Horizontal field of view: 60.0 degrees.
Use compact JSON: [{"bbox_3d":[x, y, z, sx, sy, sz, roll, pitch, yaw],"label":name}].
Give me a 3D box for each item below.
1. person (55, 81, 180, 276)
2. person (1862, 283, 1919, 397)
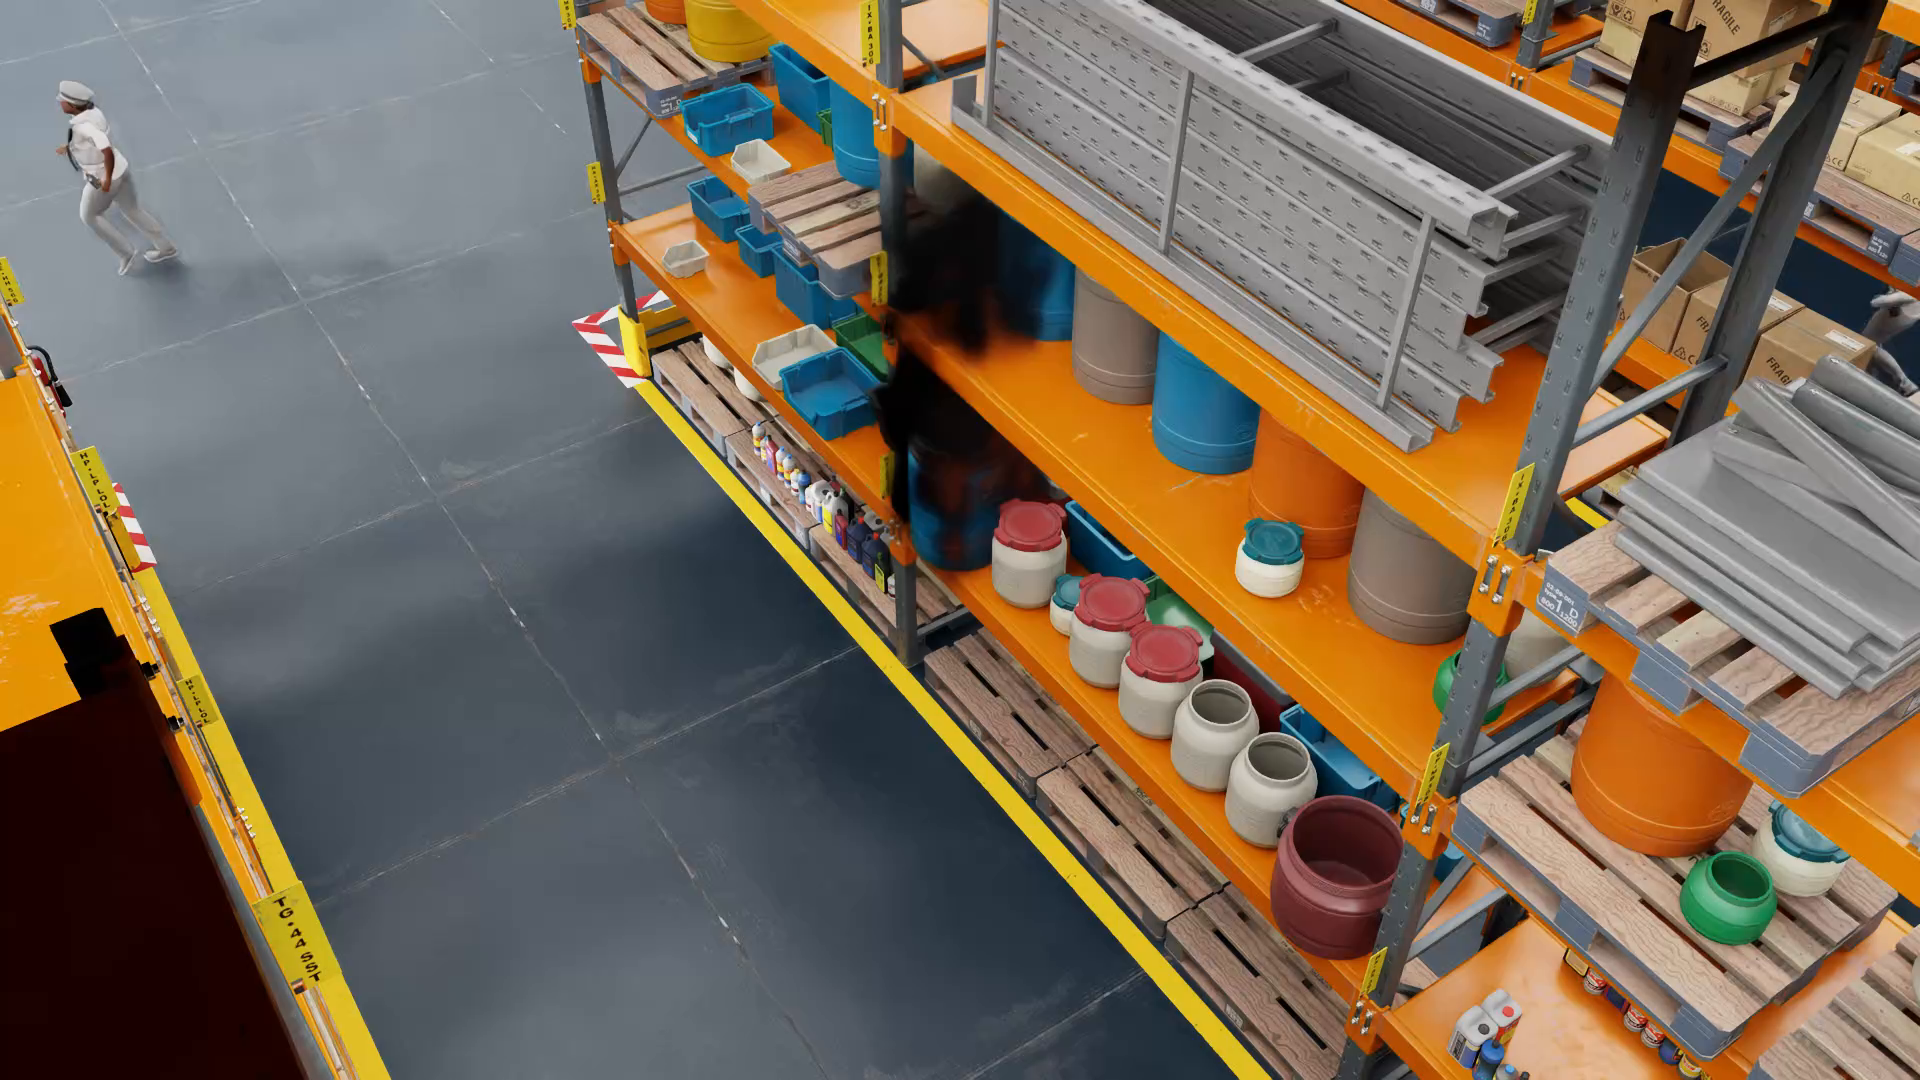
[{"bbox_3d":[-7.075,-2.988,13.784,0.712,1.731,0.568,-1,43,-1],"label":"person"},{"bbox_3d":[7.102,-1.720,12.408,0.628,1.673,0.587,-32,51,-30],"label":"person"}]
